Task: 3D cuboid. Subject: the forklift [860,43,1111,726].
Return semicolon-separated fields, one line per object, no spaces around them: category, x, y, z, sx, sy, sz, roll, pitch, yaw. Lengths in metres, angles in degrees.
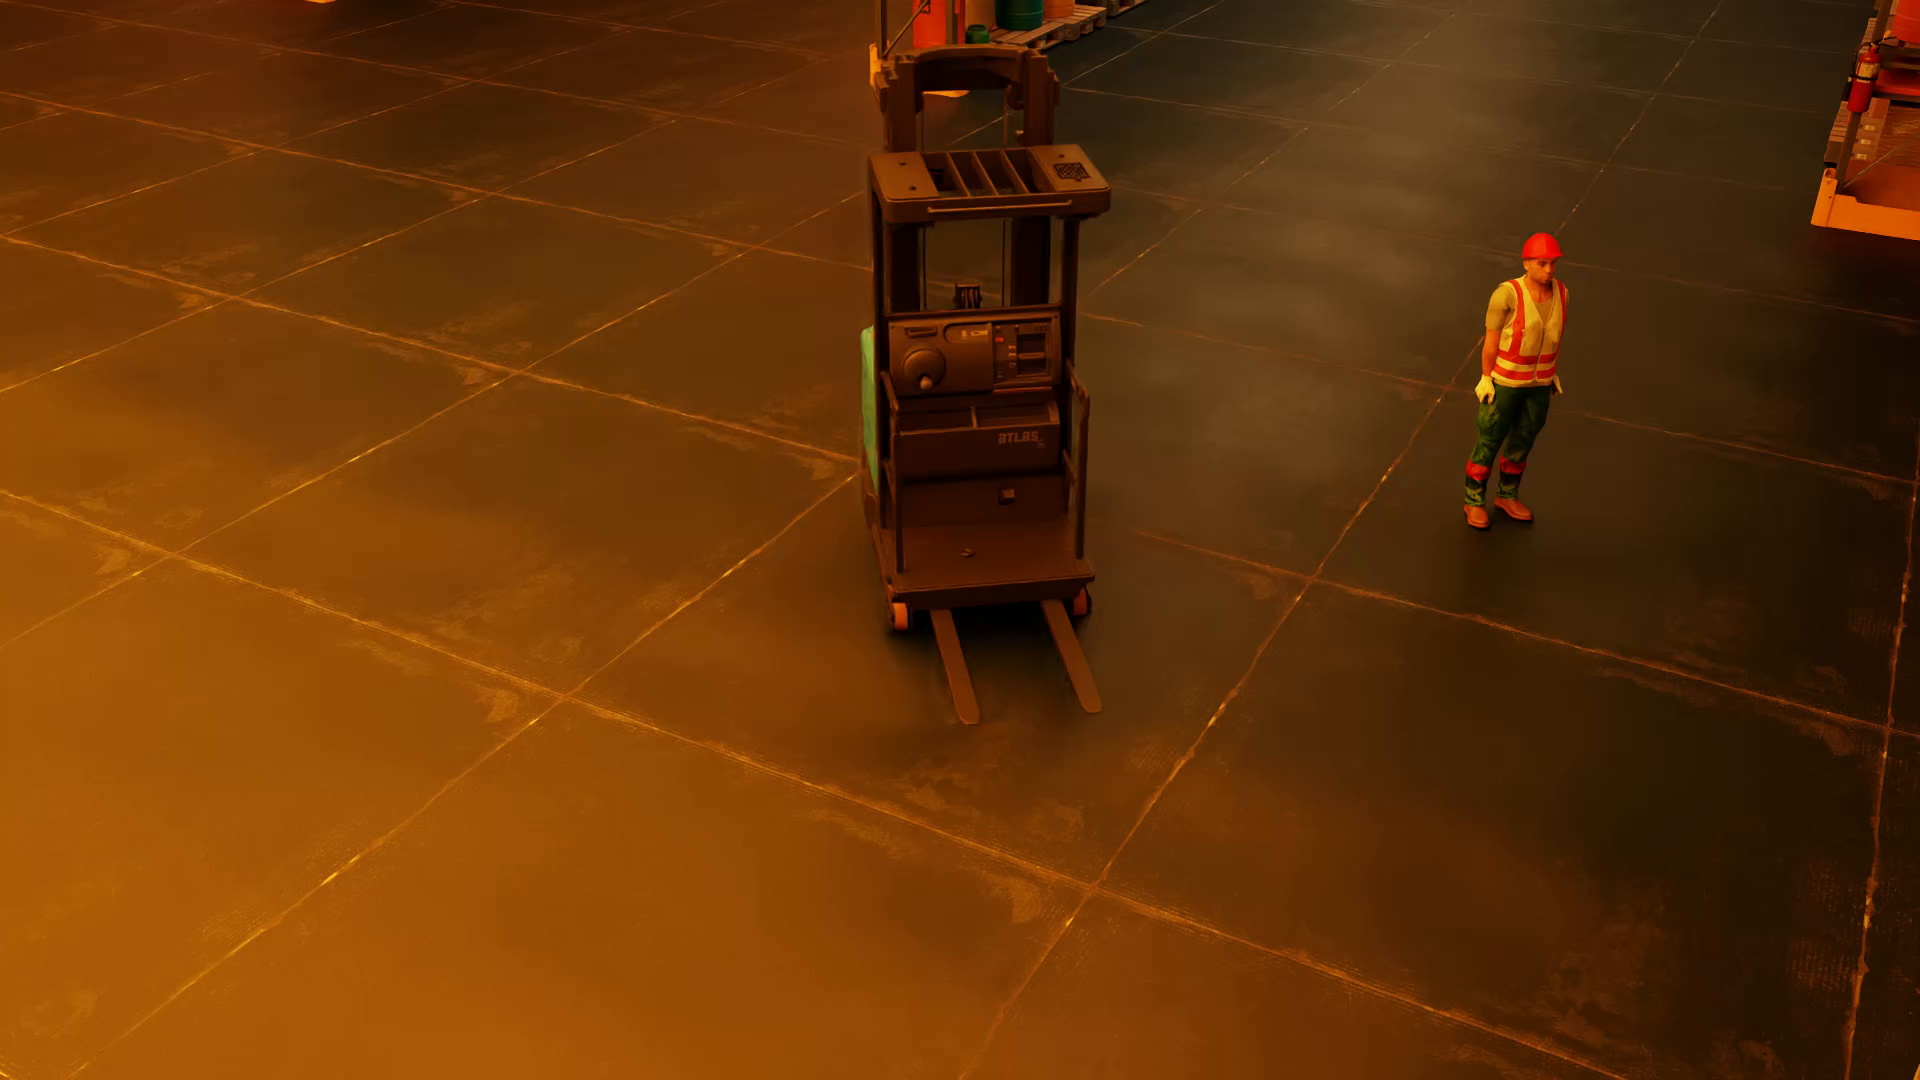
forklift;0.119;-0.958;8.731;1.130;2.935;3.031;-5;30;-8

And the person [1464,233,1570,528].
person;3.326;-0.939;9.840;0.525;1.796;0.366;-8;31;-13
